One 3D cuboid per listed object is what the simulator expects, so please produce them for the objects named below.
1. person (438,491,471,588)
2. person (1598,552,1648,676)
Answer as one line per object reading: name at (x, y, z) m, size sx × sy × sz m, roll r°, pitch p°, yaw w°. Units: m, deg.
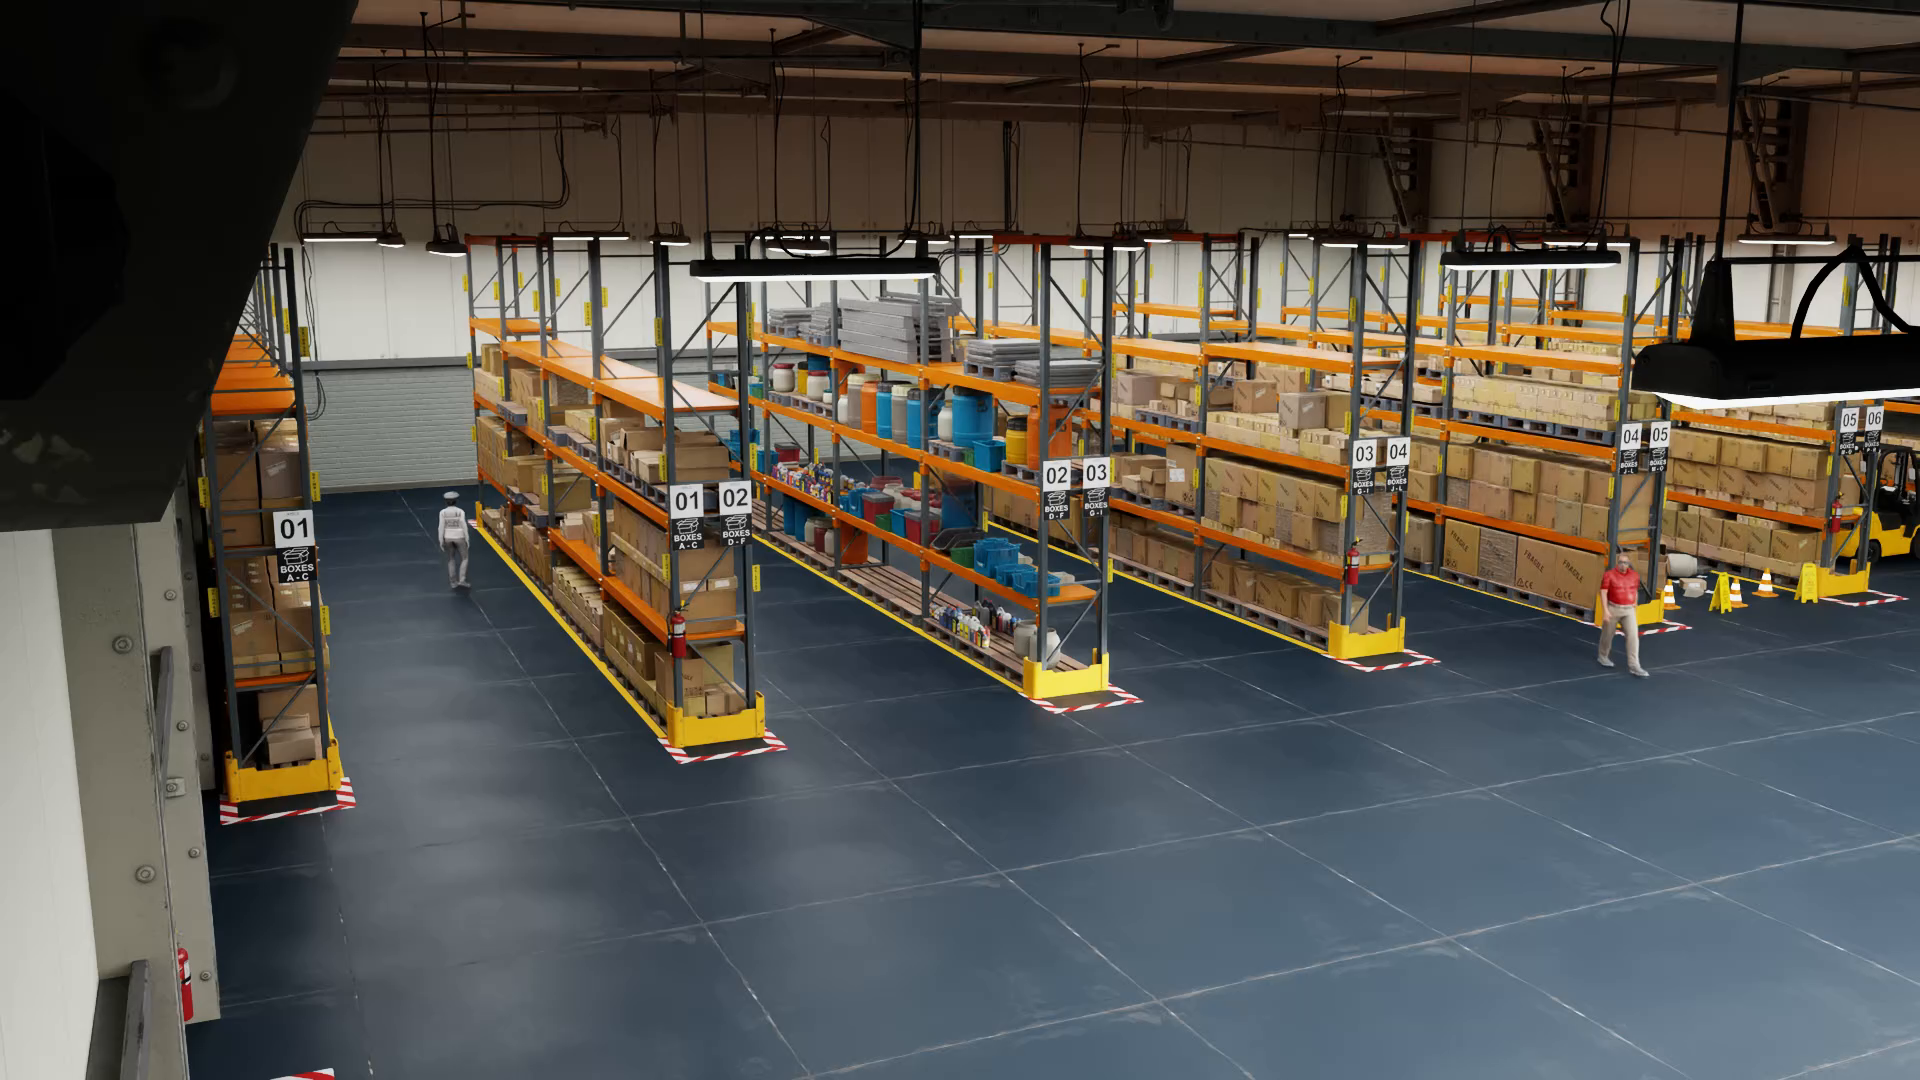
person at (-8.734, 0.013, 28.678) m, size 0.521 × 1.680 × 0.485 m, roll 0°, pitch 11°, yaw 0°
person at (9.304, 1.021, 23.360) m, size 0.577 × 1.677 × 0.966 m, roll 1°, pitch 11°, yaw 4°
